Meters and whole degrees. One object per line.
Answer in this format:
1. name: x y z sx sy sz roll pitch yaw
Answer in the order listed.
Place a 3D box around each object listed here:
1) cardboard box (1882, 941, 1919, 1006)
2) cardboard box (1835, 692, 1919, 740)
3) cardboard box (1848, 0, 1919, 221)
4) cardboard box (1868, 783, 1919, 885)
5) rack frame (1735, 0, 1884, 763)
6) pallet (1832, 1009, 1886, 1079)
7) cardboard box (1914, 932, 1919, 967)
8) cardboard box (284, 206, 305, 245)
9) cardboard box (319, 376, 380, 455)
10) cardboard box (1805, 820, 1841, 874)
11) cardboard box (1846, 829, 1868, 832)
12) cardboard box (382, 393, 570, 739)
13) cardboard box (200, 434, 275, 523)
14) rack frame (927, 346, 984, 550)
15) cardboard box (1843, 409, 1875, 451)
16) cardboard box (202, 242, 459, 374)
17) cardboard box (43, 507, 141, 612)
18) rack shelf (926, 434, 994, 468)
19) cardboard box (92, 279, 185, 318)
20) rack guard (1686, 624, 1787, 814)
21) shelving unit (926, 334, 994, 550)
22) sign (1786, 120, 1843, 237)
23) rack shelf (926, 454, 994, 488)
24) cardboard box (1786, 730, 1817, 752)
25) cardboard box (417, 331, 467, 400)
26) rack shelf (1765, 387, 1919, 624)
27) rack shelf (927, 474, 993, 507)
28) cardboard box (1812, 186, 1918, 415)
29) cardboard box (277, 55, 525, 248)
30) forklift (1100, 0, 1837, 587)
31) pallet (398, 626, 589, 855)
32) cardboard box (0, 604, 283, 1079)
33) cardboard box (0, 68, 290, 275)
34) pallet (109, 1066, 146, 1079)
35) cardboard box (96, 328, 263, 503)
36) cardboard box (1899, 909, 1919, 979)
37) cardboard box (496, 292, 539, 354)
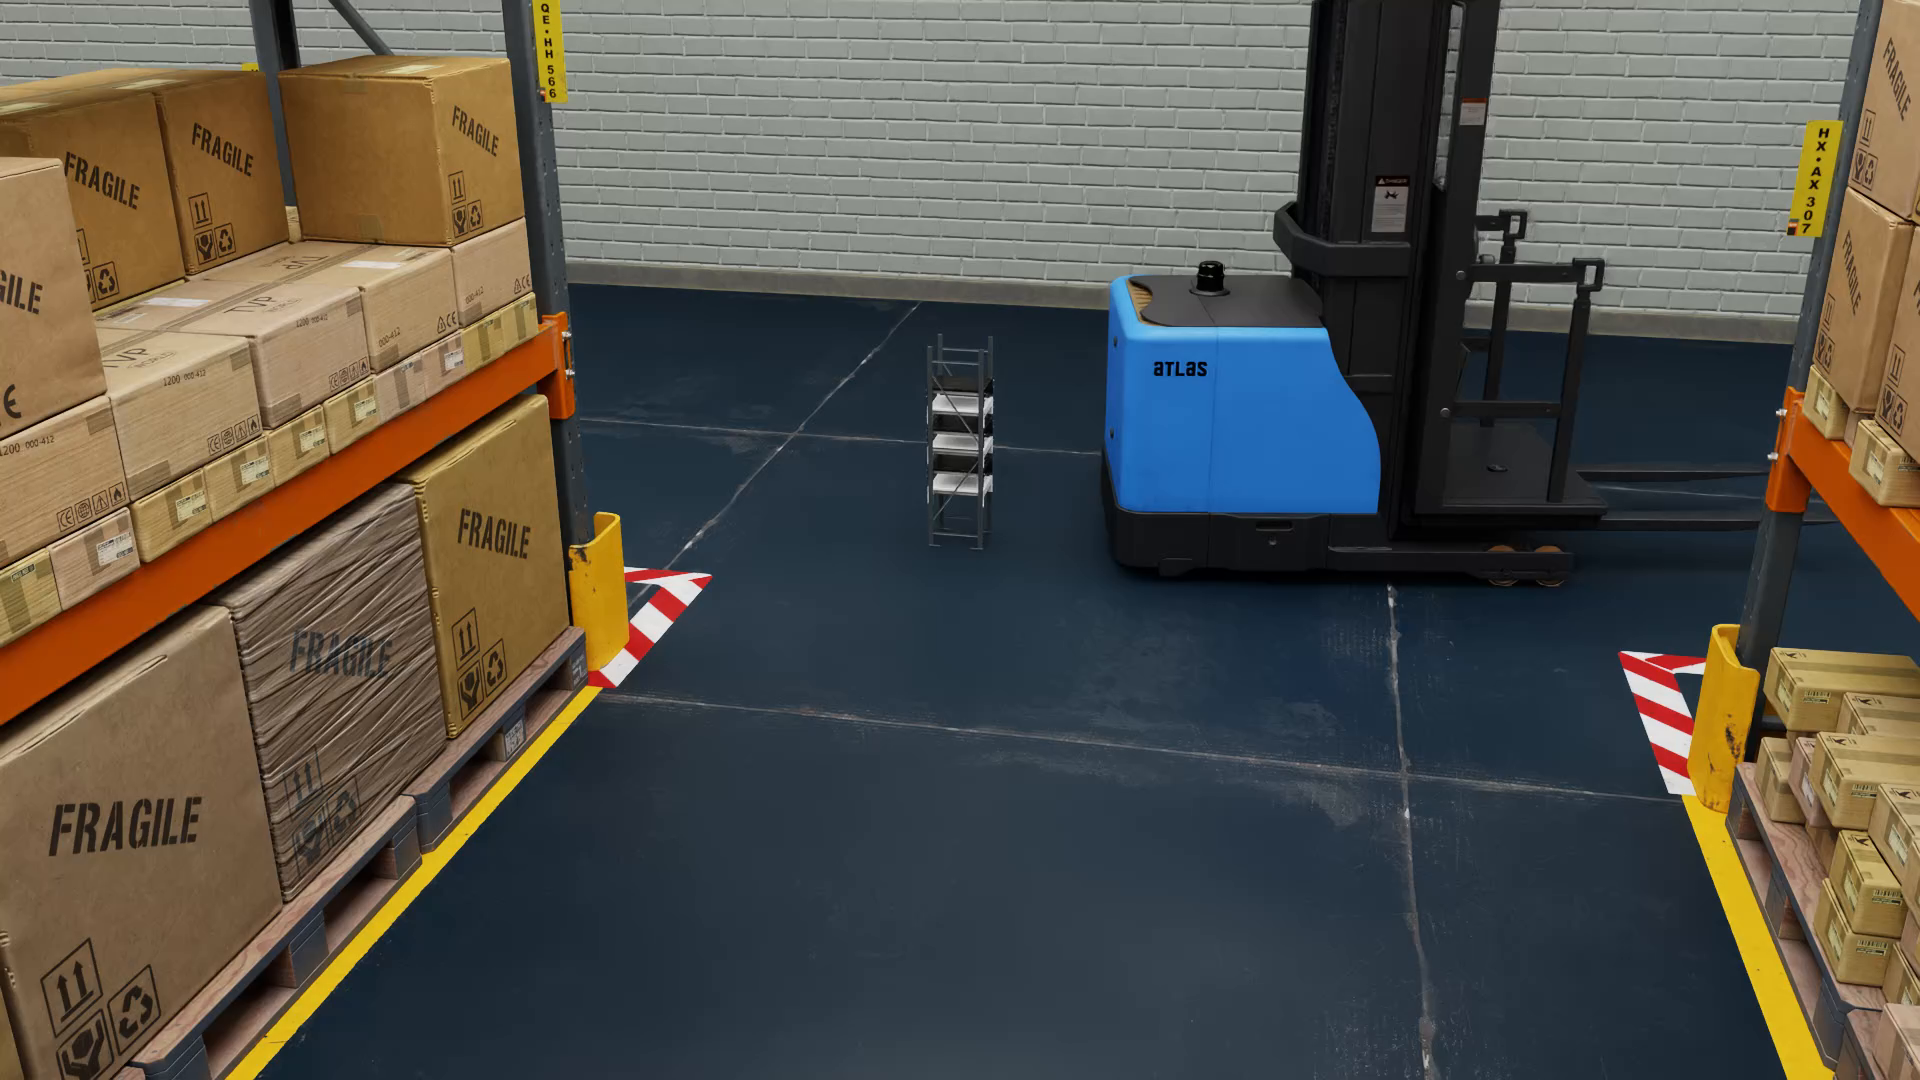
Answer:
1. cardboard box: 2.408 1.091 3.883 0.380 0.149 0.250 5 22 11
2. cardboard box: 2.585 0.545 4.443 0.380 0.149 0.250 5 22 12
3. cardboard box: 2.612 -1.087 4.167 0.500 0.500 0.500 4 22 11
4. cardboard box: 2.439 0.724 3.998 0.380 0.149 0.250 3 22 8
5. rack frame: 2.963 -0.583 4.785 1.000 3.000 0.127 4 22 11
6. pallet: 2.496 1.478 3.401 1.003 0.211 1.213 4 22 11
7. cardboard box: 2.275 0.918 3.518 0.380 0.149 0.250 5 22 12
8. cardboard box: -2.234 -0.911 5.403 0.500 0.250 0.500 4 22 9
9. cardboard box: -1.829 -0.352 4.549 0.380 0.149 0.250 4 22 10
10. cardboard box: 2.570 0.814 4.571 0.380 0.149 0.250 4 22 11
11. cardboard box: 2.531 0.771 4.279 0.380 0.149 0.250 5 22 12
12. cardboard box: -1.924 0.033 5.538 0.875 0.875 0.875 4 22 11
13. cardboard box: -1.934 -0.167 4.089 0.380 0.149 0.250 5 22 12
14. rack frame: -0.019 -0.383 7.101 0.240 0.900 0.006 4 22 11
15. cardboard box: 2.565 -0.276 4.361 0.380 0.149 0.250 5 23 13
16. cardboard box: -1.815 -0.683 4.837 0.500 0.250 0.500 4 22 10
17. cardboard box: -2.038 0.025 3.613 0.380 0.149 0.250 5 22 12
18. rack shelf: 0.002 -0.389 7.205 0.258 0.077 0.200 4 22 11
19. cardboard box: -2.440 -0.537 4.474 0.500 0.250 0.500 4 22 9
20. rack guard: 2.948 0.605 5.183 1.175 0.500 0.348 4 22 11
21. shelving unit: 0.002 -0.420 7.193 0.258 0.900 0.210 4 22 11
22. sign: 2.432 -1.025 4.726 0.100 0.325 0.005 4 22 11
23. rack shelf: 0.002 -0.306 7.239 0.258 0.077 0.200 4 22 11
24. cardboard box: 2.605 0.579 4.756 0.380 0.149 0.250 5 23 13
25. cardboard box: -1.726 -0.538 5.012 0.380 0.149 0.250 5 22 11
26. rack shelf: 2.555 0.483 3.103 1.077 0.370 4.000 4 22 11
27. rack shelf: 0.002 -0.223 7.273 0.258 0.077 0.200 4 22 11
28. cardboard box: 2.601 -0.624 4.355 0.500 0.500 0.500 6 23 13
29. cardboard box: -1.714 -1.216 5.156 0.500 0.500 0.500 5 22 12
30. forklift: 2.164 -1.367 6.825 3.031 2.935 1.130 0 22 1
31. pallet: -1.958 0.594 5.596 1.003 0.211 1.213 4 22 11
32. cardboard box: -2.291 0.692 3.903 0.875 0.875 0.875 4 22 11
33. cardboard box: -2.336 -1.076 4.809 0.500 0.500 0.500 4 22 10
34. pallet: -2.456 1.487 3.380 1.003 0.211 1.213 4 22 11
35. cardboard box: -2.021 -0.306 3.901 0.500 0.250 0.500 4 22 11
36. cardboard box: 2.411 0.961 3.808 0.380 0.149 0.250 3 22 8
37. cardboard box: -1.622 -0.726 5.477 0.380 0.149 0.250 5 22 12
